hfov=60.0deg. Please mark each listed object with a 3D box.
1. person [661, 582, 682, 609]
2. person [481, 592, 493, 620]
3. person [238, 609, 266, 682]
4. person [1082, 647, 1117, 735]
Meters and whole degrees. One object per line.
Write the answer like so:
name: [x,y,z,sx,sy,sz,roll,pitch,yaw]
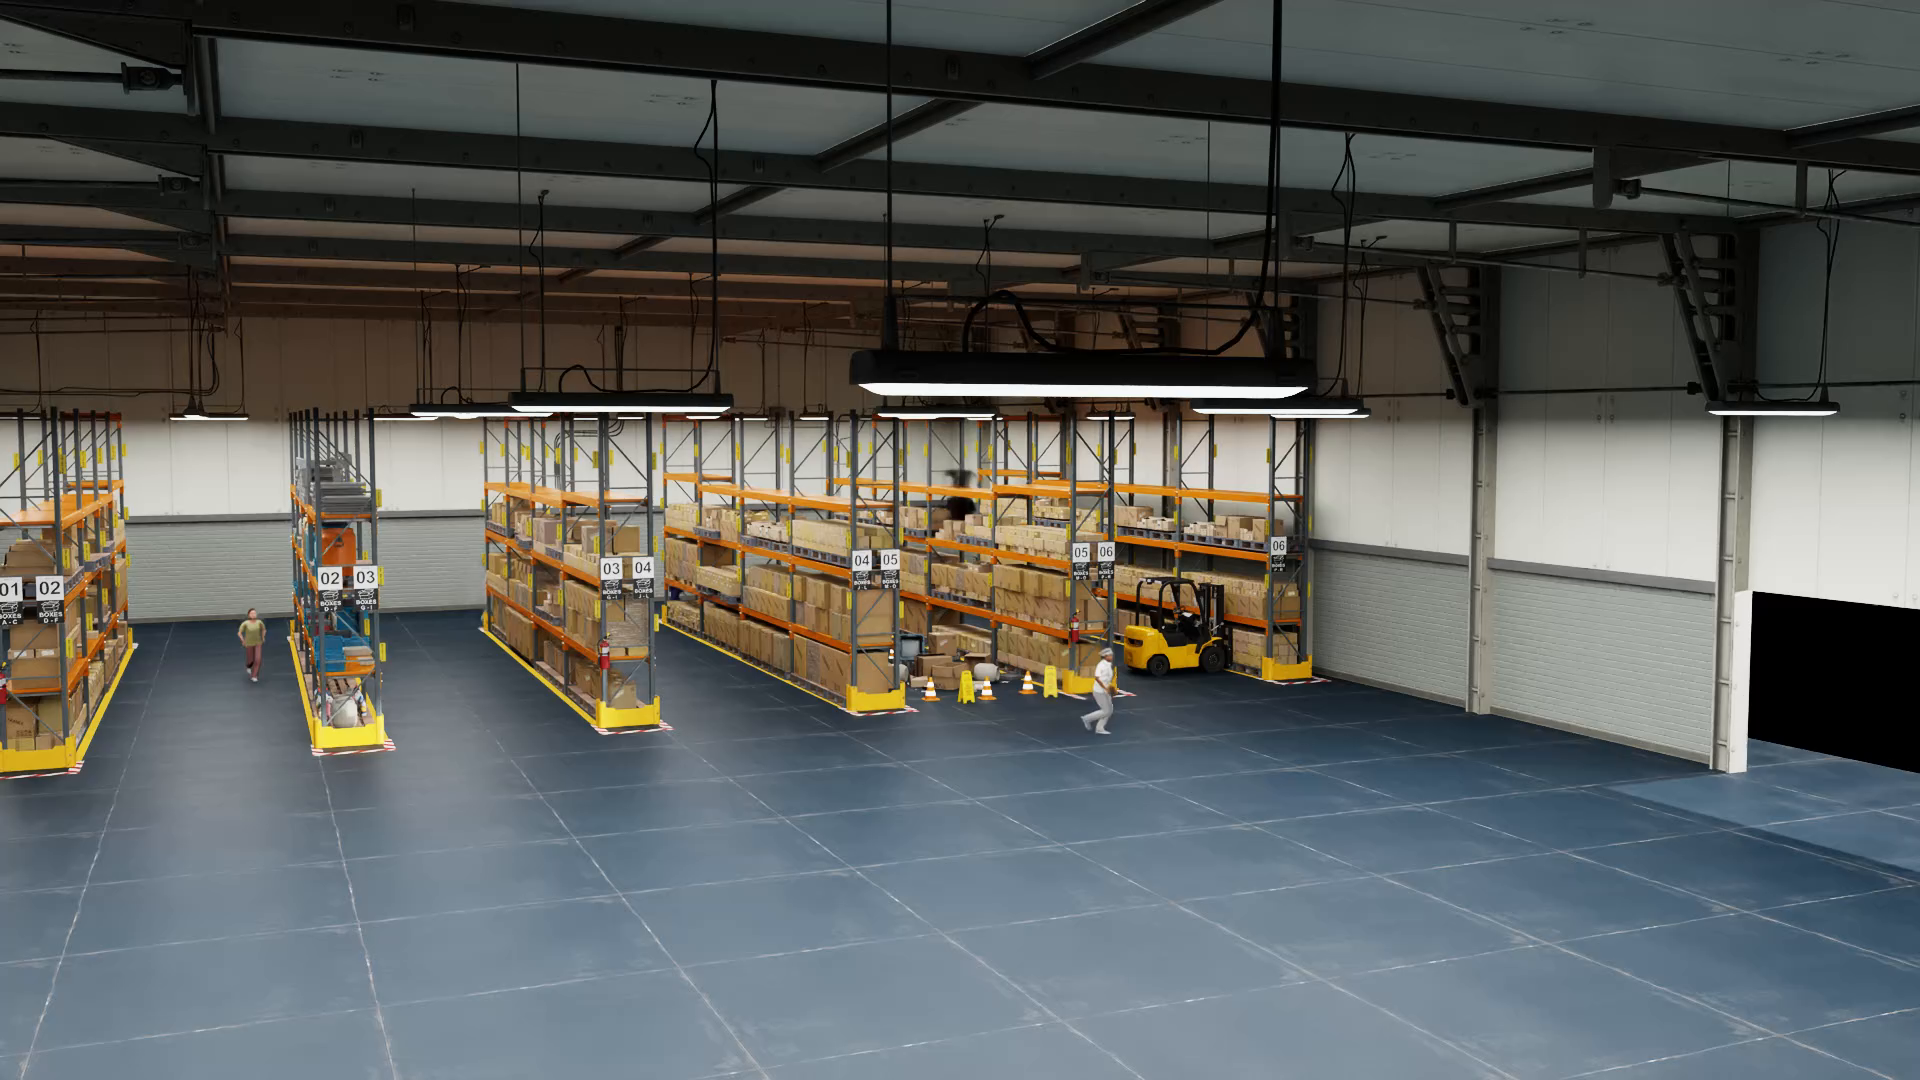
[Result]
person: [-8.395,1.477,49.046,0.937,1.627,0.607,-4,6,-43]
person: [-13.096,1.531,47.010,0.881,1.752,0.693,-1,4,-7]
person: [-15.742,2.328,37.020,0.591,1.622,0.688,-3,5,-32]
person: [2.559,2.773,30.631,0.600,1.632,0.574,1,4,18]
